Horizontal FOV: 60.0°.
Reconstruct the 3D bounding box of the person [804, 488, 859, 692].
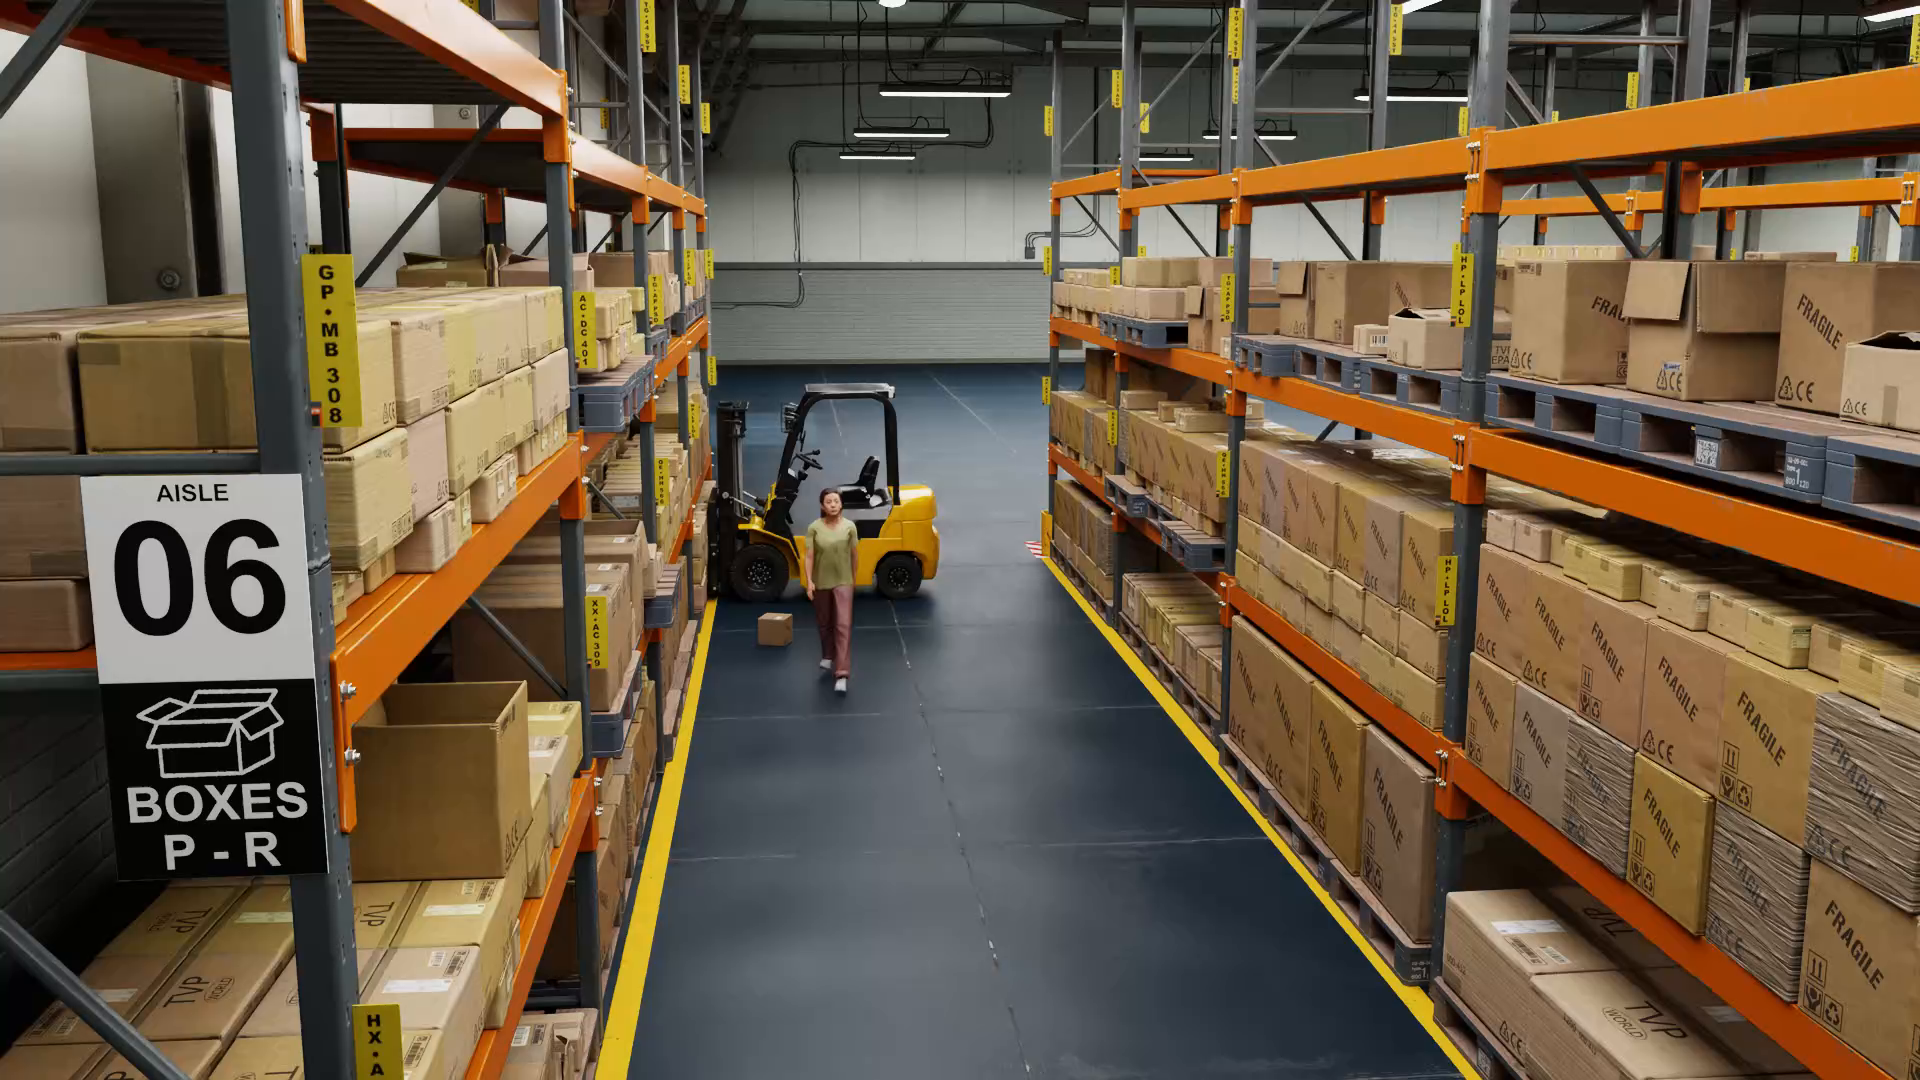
[{"bbox_3d":[-1.069,0.371,13.754,0.439,1.606,1.037,0,10,2],"label":"person"}]
